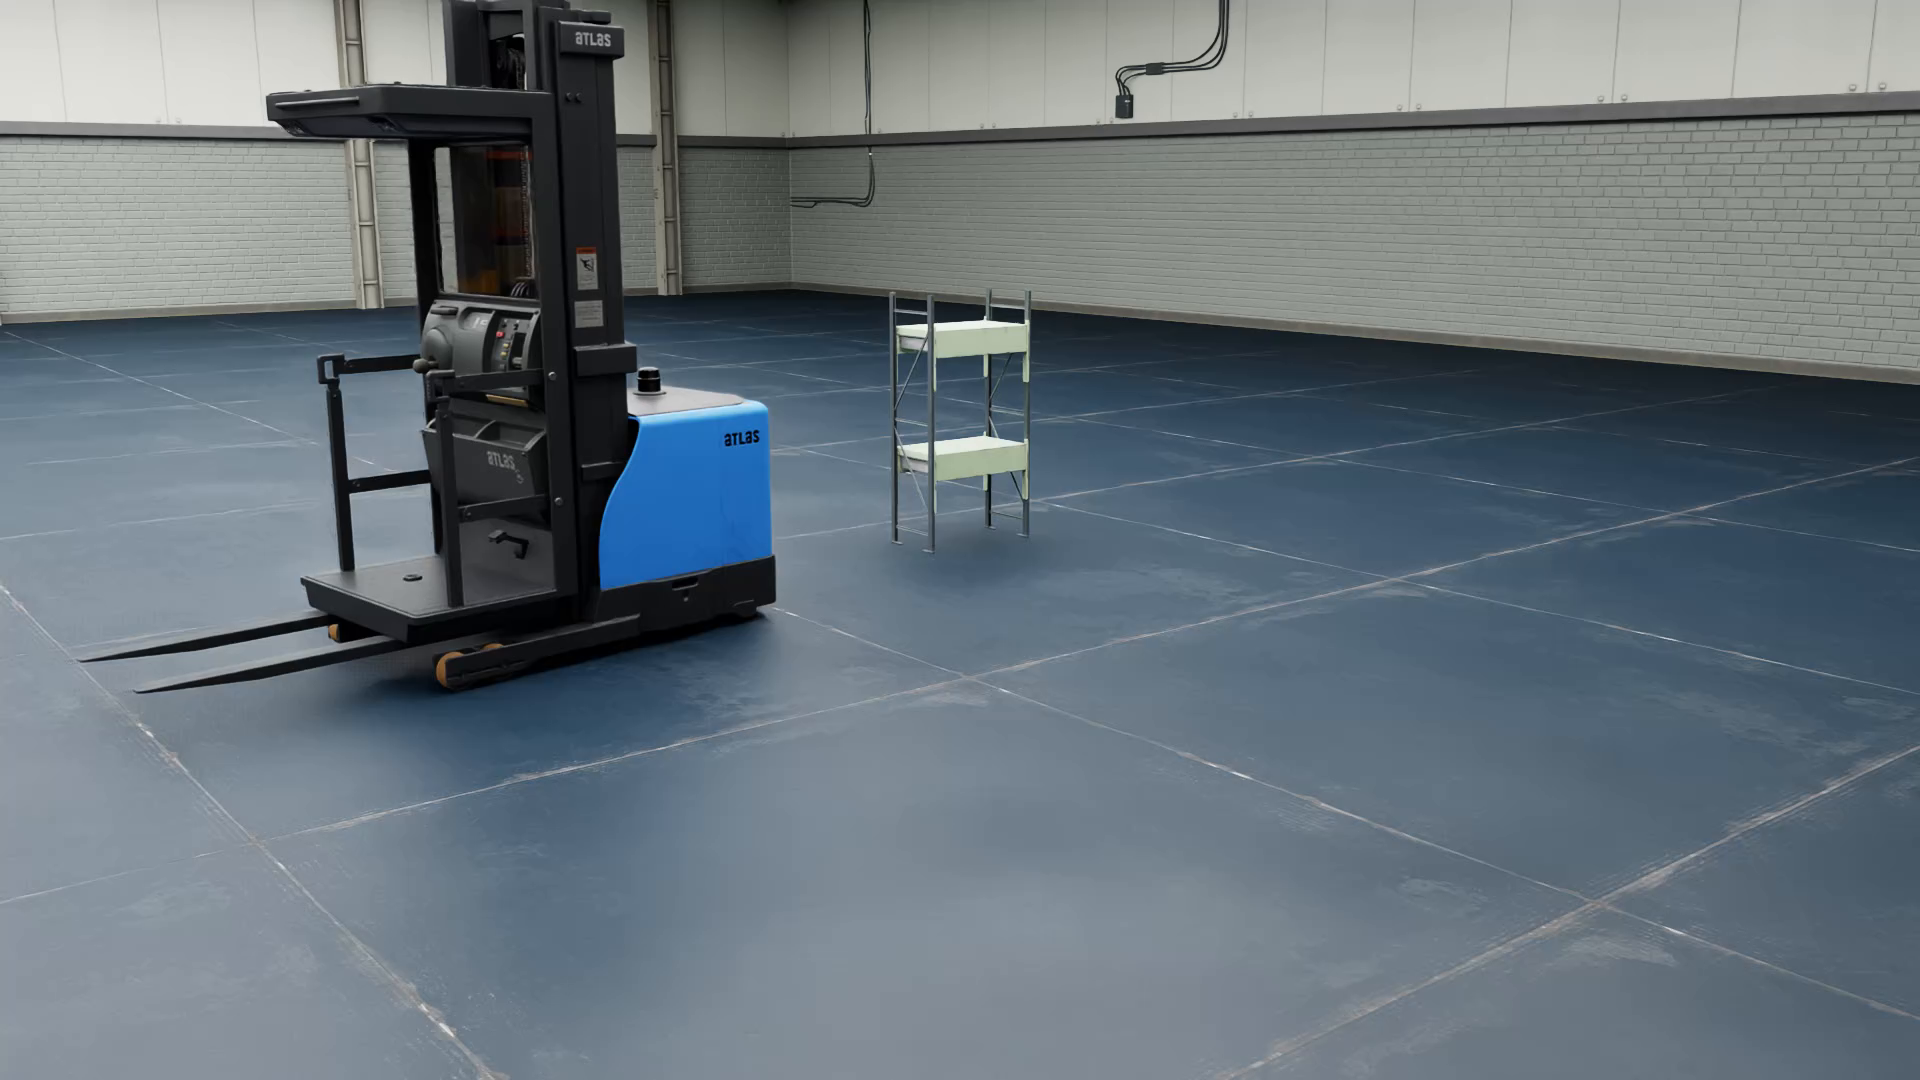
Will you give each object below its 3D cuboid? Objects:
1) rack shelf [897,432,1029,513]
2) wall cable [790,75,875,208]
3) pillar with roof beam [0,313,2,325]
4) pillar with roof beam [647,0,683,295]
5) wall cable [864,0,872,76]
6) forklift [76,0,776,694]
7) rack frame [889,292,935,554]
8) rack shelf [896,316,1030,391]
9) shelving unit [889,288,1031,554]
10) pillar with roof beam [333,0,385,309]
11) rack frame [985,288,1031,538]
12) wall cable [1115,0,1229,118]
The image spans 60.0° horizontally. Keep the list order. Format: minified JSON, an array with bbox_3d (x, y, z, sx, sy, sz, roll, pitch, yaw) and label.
[{"bbox_3d":[0.005,-0.416,10.045,0.720,0.370,0.431,-9,15,-38],"label":"rack shelf"},{"bbox_3d":[-2.659,-7.949,33.375,0.112,2.526,3.097,-9,15,-38],"label":"wall cable"},{"bbox_3d":[-12.467,-7.045,21.641,0.400,9.000,9.100,-9,15,-38],"label":"pillar with roof beam"},{"bbox_3d":[-3.096,-8.602,28.974,0.400,9.000,9.100,-9,15,-38],"label":"pillar with roof beam"},{"bbox_3d":[-0.969,-9.981,30.784,0.112,2.526,3.097,-9,15,-38],"label":"wall cable"},{"bbox_3d":[-2.312,-0.910,7.356,1.130,2.935,3.031,11,17,43],"label":"forklift"},{"bbox_3d":[-0.281,-0.687,9.753,0.023,1.500,0.400,-9,15,-38],"label":"rack frame"},{"bbox_3d":[0.005,-1.116,9.896,0.720,0.370,0.431,-9,15,-38],"label":"rack shelf"},{"bbox_3d":[0.005,-0.735,9.977,0.755,1.500,0.431,-9,15,-38],"label":"shelving unit"},{"bbox_3d":[-7.781,-7.823,25.307,0.400,9.000,9.100,-9,15,-38],"label":"pillar with roof beam"},{"bbox_3d":[0.291,-0.782,10.201,0.023,1.500,0.400,-9,15,-38],"label":"rack frame"},{"bbox_3d":[3.259,-9.590,25.438,0.169,6.003,2.305,-9,15,-38],"label":"wall cable"}]
